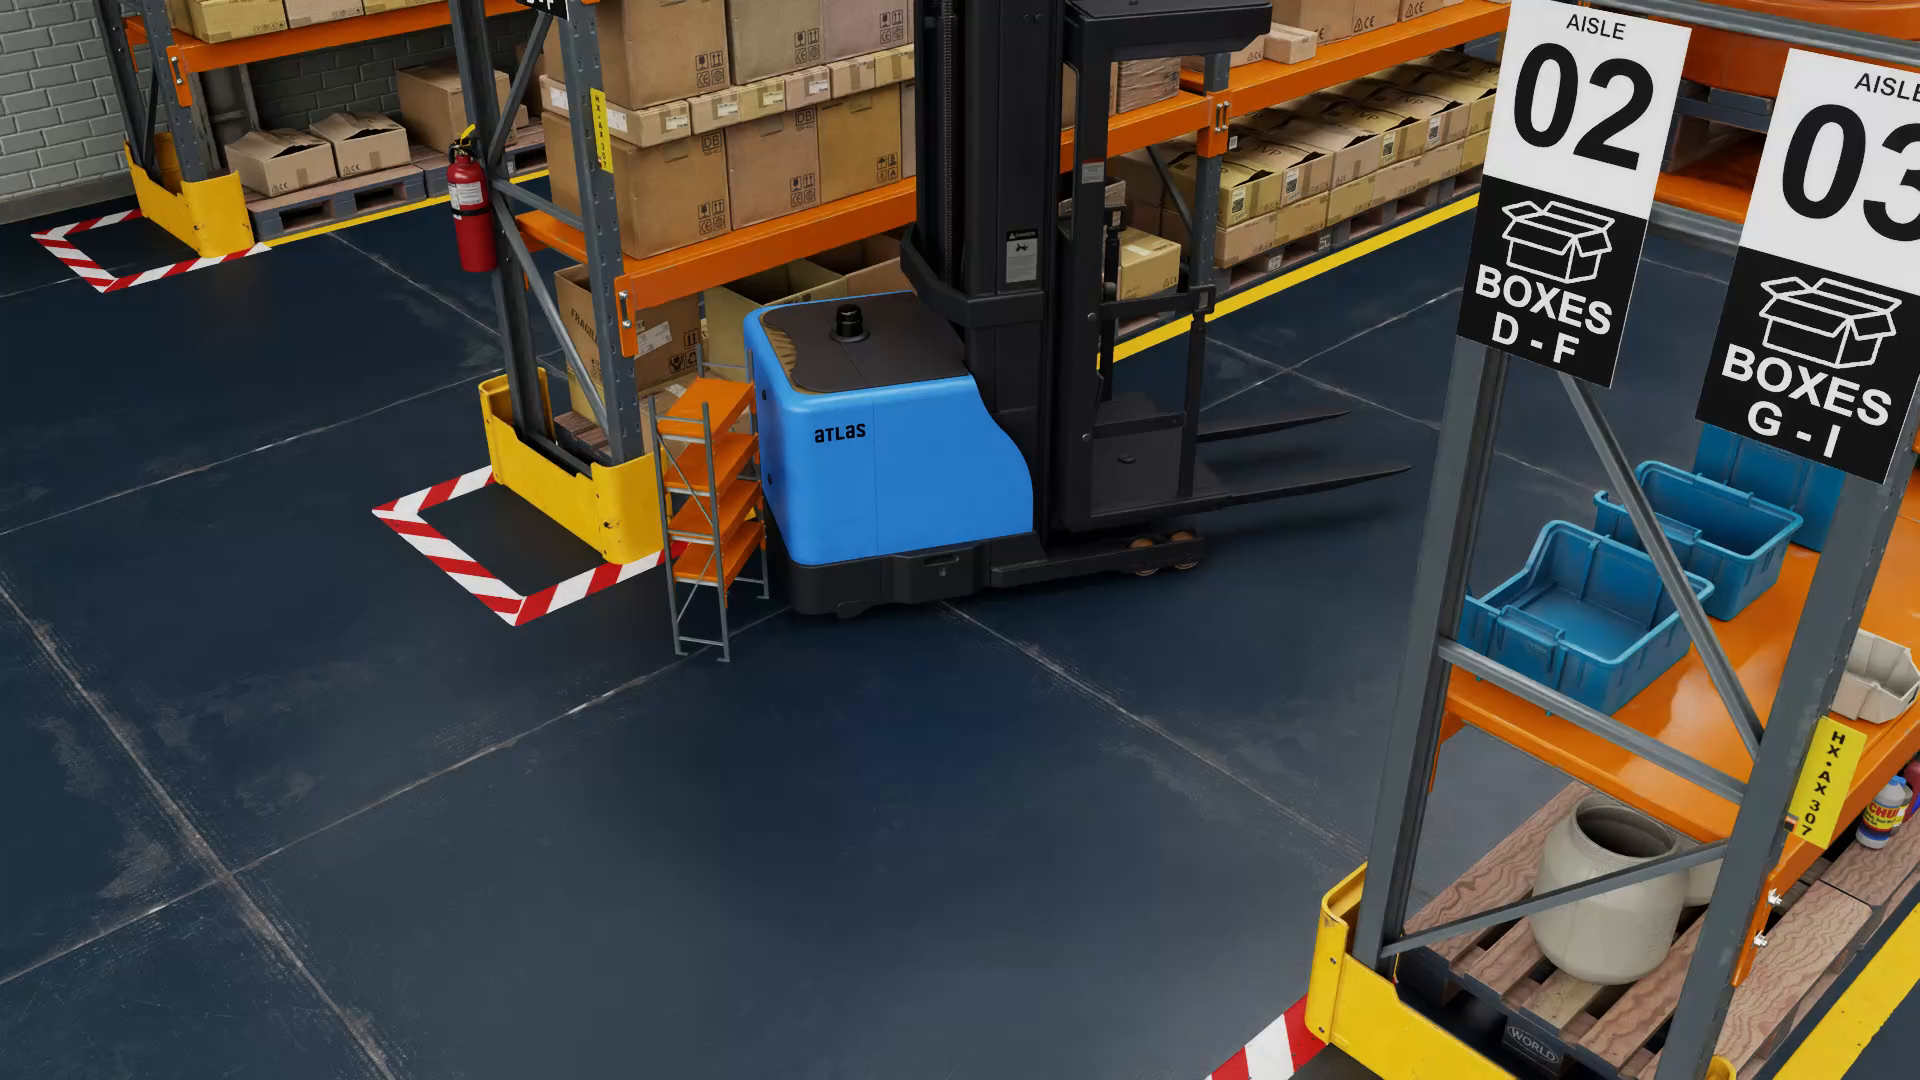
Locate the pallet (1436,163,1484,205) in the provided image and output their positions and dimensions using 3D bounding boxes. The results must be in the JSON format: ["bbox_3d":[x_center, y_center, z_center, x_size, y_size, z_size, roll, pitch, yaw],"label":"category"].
[{"bbox_3d":[3.432,-2.816,12.154,1.213,0.211,1.003,-26,40,-35],"label":"pallet"}]

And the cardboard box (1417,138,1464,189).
[{"bbox_3d":[3.096,-2.648,11.438,0.500,0.250,0.500,-25,39,-34],"label":"cardboard box"}]

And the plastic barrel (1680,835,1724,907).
[{"bbox_3d":[2.360,0.892,5.398,0.421,0.512,0.421,0,31,0],"label":"plastic barrel"}]

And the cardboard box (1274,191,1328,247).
[{"bbox_3d":[1.969,-2.100,10.541,0.500,0.250,0.500,-25,39,-34],"label":"cardboard box"}]

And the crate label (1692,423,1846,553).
[{"bbox_3d":[2.727,-0.321,5.365,0.616,0.435,0.502,-26,40,-35],"label":"crate label"}]

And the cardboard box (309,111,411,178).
[{"bbox_3d":[-4.188,-2.793,11.598,0.500,0.311,0.500,-22,38,-32],"label":"cardboard box"}]

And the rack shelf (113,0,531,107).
[{"bbox_3d":[-3.708,-3.742,11.683,4.000,0.370,1.077,-26,40,-35],"label":"rack shelf"}]

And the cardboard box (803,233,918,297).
[{"bbox_3d":[-0.536,-1.237,8.412,0.500,0.500,0.500,-26,40,-35],"label":"cardboard box"}]

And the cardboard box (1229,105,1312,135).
[{"bbox_3d":[1.976,-2.726,11.028,0.500,0.311,0.500,-26,40,-36],"label":"cardboard box"}]

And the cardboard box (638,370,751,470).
[{"bbox_3d":[-1.259,-0.557,8.018,0.500,0.250,0.500,-26,40,-35],"label":"cardboard box"}]

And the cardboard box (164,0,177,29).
[{"bbox_3d":[-4.964,-3.524,10.762,0.500,0.250,0.500,-25,39,-35],"label":"cardboard box"}]

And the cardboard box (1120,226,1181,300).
[{"bbox_3d":[0.938,-1.622,9.761,0.500,0.250,0.500,-26,40,-35],"label":"cardboard box"}]

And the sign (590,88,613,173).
[{"bbox_3d":[-1.431,-1.634,6.641,0.005,0.325,0.100,-26,40,-35],"label":"sign"}]

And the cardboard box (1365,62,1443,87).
[{"bbox_3d":[3.099,-3.266,11.911,0.500,0.311,0.500,-27,40,-37],"label":"cardboard box"}]

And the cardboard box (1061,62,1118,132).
[{"bbox_3d":[0.426,-2.558,8.962,0.500,0.500,0.700,-26,40,-36],"label":"cardboard box"}]

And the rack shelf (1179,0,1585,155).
[{"bbox_3d":[2.596,-3.267,10.907,4.000,0.370,1.077,-26,40,-35],"label":"rack shelf"}]

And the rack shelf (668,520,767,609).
[{"bbox_3d":[-1.014,0.082,6.976,0.258,0.148,0.480,7,32,12],"label":"rack shelf"}]

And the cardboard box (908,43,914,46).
[{"bbox_3d":[-0.242,-2.367,8.027,0.250,0.149,0.380,-25,40,-35],"label":"cardboard box"}]

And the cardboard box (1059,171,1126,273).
[{"bbox_3d":[0.563,-1.769,9.283,0.500,0.500,0.500,-26,40,-35],"label":"cardboard box"}]

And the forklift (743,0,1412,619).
[{"bbox_3d":[0.601,-1.345,7.140,3.031,2.935,1.130,-9,33,-14],"label":"forklift"}]

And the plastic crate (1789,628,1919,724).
[{"bbox_3d":[2.436,0.369,4.524,0.250,0.136,0.298,-26,40,-35],"label":"plastic crate"}]

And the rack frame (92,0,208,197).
[{"bbox_3d":[-5.175,-3.339,10.335,0.127,3.000,1.000,-26,40,-35],"label":"rack frame"}]

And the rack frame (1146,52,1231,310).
[{"bbox_3d":[1.129,-2.864,9.559,0.127,3.000,1.000,-26,40,-35],"label":"rack frame"}]

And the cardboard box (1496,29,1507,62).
[{"bbox_3d":[4.589,-3.826,13.106,0.500,0.500,0.500,-24,39,-34],"label":"cardboard box"}]

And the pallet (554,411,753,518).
[{"bbox_3d":[-1.272,-0.543,8.436,1.213,0.211,1.003,-26,40,-35],"label":"pallet"}]

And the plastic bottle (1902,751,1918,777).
[{"bbox_3d":[3.354,0.781,5.790,0.097,0.271,0.097,0,31,0],"label":"plastic bottle"}]

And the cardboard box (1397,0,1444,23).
[{"bbox_3d":[2.843,-3.724,10.870,0.500,0.500,0.500,27,40,36],"label":"cardboard box"}]

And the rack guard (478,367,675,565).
[{"bbox_3d":[-1.821,-0.371,7.877,0.348,0.500,1.175,-26,40,-35],"label":"rack guard"}]

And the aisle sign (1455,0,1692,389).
[{"bbox_3d":[1.307,-0.747,3.604,0.004,0.787,0.394,-26,40,-35],"label":"aisle sign"}]

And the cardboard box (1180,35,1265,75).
[{"bbox_3d":[1.461,-2.992,9.911,0.500,0.250,0.500,-23,38,-33],"label":"cardboard box"}]

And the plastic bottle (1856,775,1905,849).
[{"bbox_3d":[3.103,0.903,5.591,0.097,0.271,0.097,0,31,0],"label":"plastic bottle"}]

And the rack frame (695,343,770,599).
[{"bbox_3d":[-0.955,-0.269,7.039,0.240,1.200,0.015,7,32,12],"label":"rack frame"}]

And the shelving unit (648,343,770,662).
[{"bbox_3d":[-1.014,-0.145,6.837,0.258,1.200,0.503,7,32,12],"label":"shelving unit"}]

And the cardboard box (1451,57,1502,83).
[{"bbox_3d":[3.846,-3.249,11.883,0.500,0.311,0.500,-25,39,-34],"label":"cardboard box"}]

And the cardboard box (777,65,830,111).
[{"bbox_3d":[-0.808,-2.093,7.580,0.250,0.149,0.380,-27,40,-36],"label":"cardboard box"}]

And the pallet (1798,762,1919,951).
[{"bbox_3d":[3.079,0.879,6.111,1.213,0.211,1.003,-26,40,-35],"label":"pallet"}]

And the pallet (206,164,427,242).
[{"bbox_3d":[-4.499,-2.451,11.556,1.213,0.211,1.003,-26,40,-35],"label":"pallet"}]

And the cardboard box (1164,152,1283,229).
[{"bbox_3d":[1.602,-2.161,10.104,0.500,0.311,0.500,-26,40,-35],"label":"cardboard box"}]

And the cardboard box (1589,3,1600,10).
[{"bbox_3d":[4.627,-4.167,12.946,0.500,0.250,0.500,-24,39,-34],"label":"cardboard box"}]

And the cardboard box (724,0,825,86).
[{"bbox_3d":[-1.032,-2.410,7.476,0.500,0.500,0.700,-27,41,-37],"label":"cardboard box"}]

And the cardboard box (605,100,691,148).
[{"bbox_3d":[-1.370,-1.822,7.136,0.250,0.149,0.380,-26,40,-36],"label":"cardboard box"}]

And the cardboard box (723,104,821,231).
[{"bbox_3d":[-1.071,-1.837,7.783,0.500,0.500,0.700,-25,39,-34],"label":"cardboard box"}]

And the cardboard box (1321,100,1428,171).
[{"bbox_3d":[2.728,-2.707,10.997,0.500,0.311,0.500,-25,39,-34],"label":"cardboard box"}]

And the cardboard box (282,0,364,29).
[{"bbox_3d":[-4.230,-3.525,10.764,0.500,0.250,0.500,-27,41,-37],"label":"cardboard box"}]

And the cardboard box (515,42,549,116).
[{"bbox_3d":[-2.975,-3.496,12.566,0.500,0.500,0.500,26,40,35],"label":"cardboard box"}]
